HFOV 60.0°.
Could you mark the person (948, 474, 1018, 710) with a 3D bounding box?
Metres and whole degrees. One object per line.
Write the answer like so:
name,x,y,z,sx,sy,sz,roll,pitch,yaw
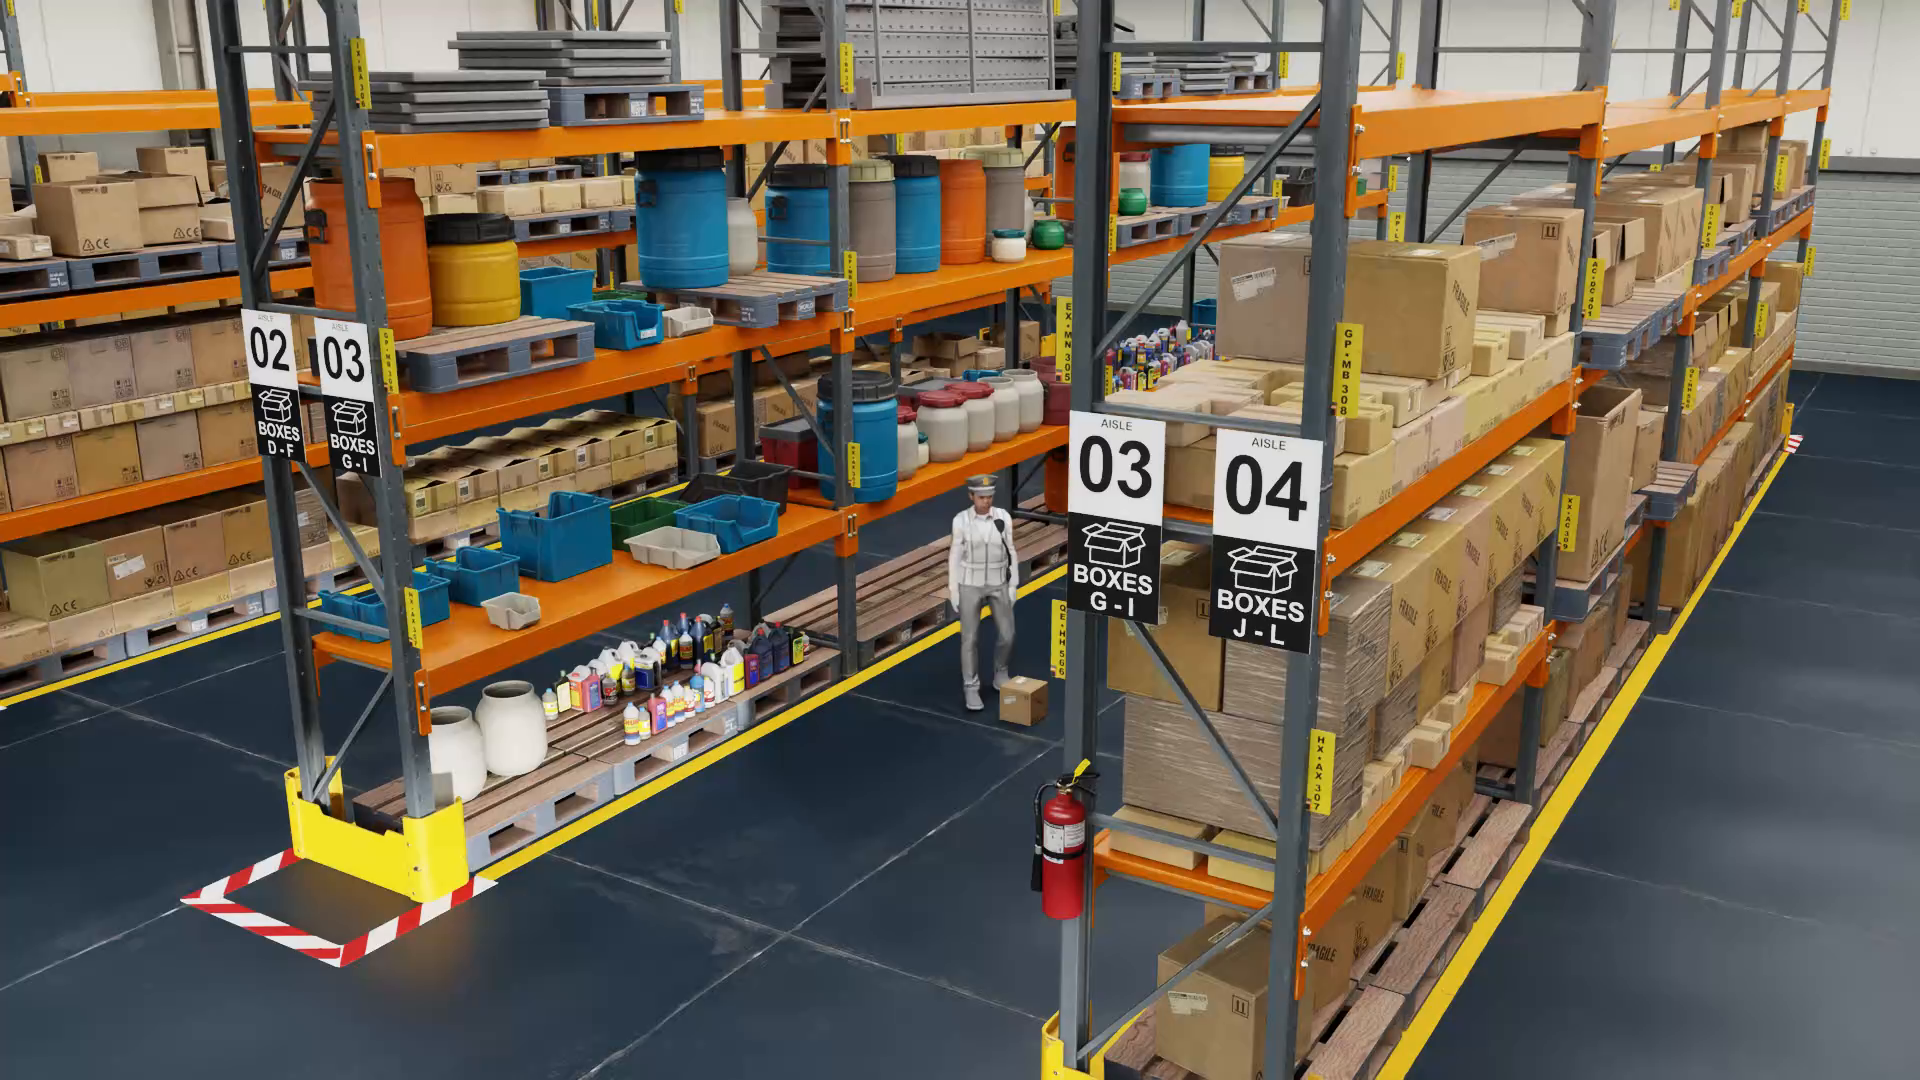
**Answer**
person,0.165,0.336,11.823,0.501,1.674,0.530,-3,17,-9
